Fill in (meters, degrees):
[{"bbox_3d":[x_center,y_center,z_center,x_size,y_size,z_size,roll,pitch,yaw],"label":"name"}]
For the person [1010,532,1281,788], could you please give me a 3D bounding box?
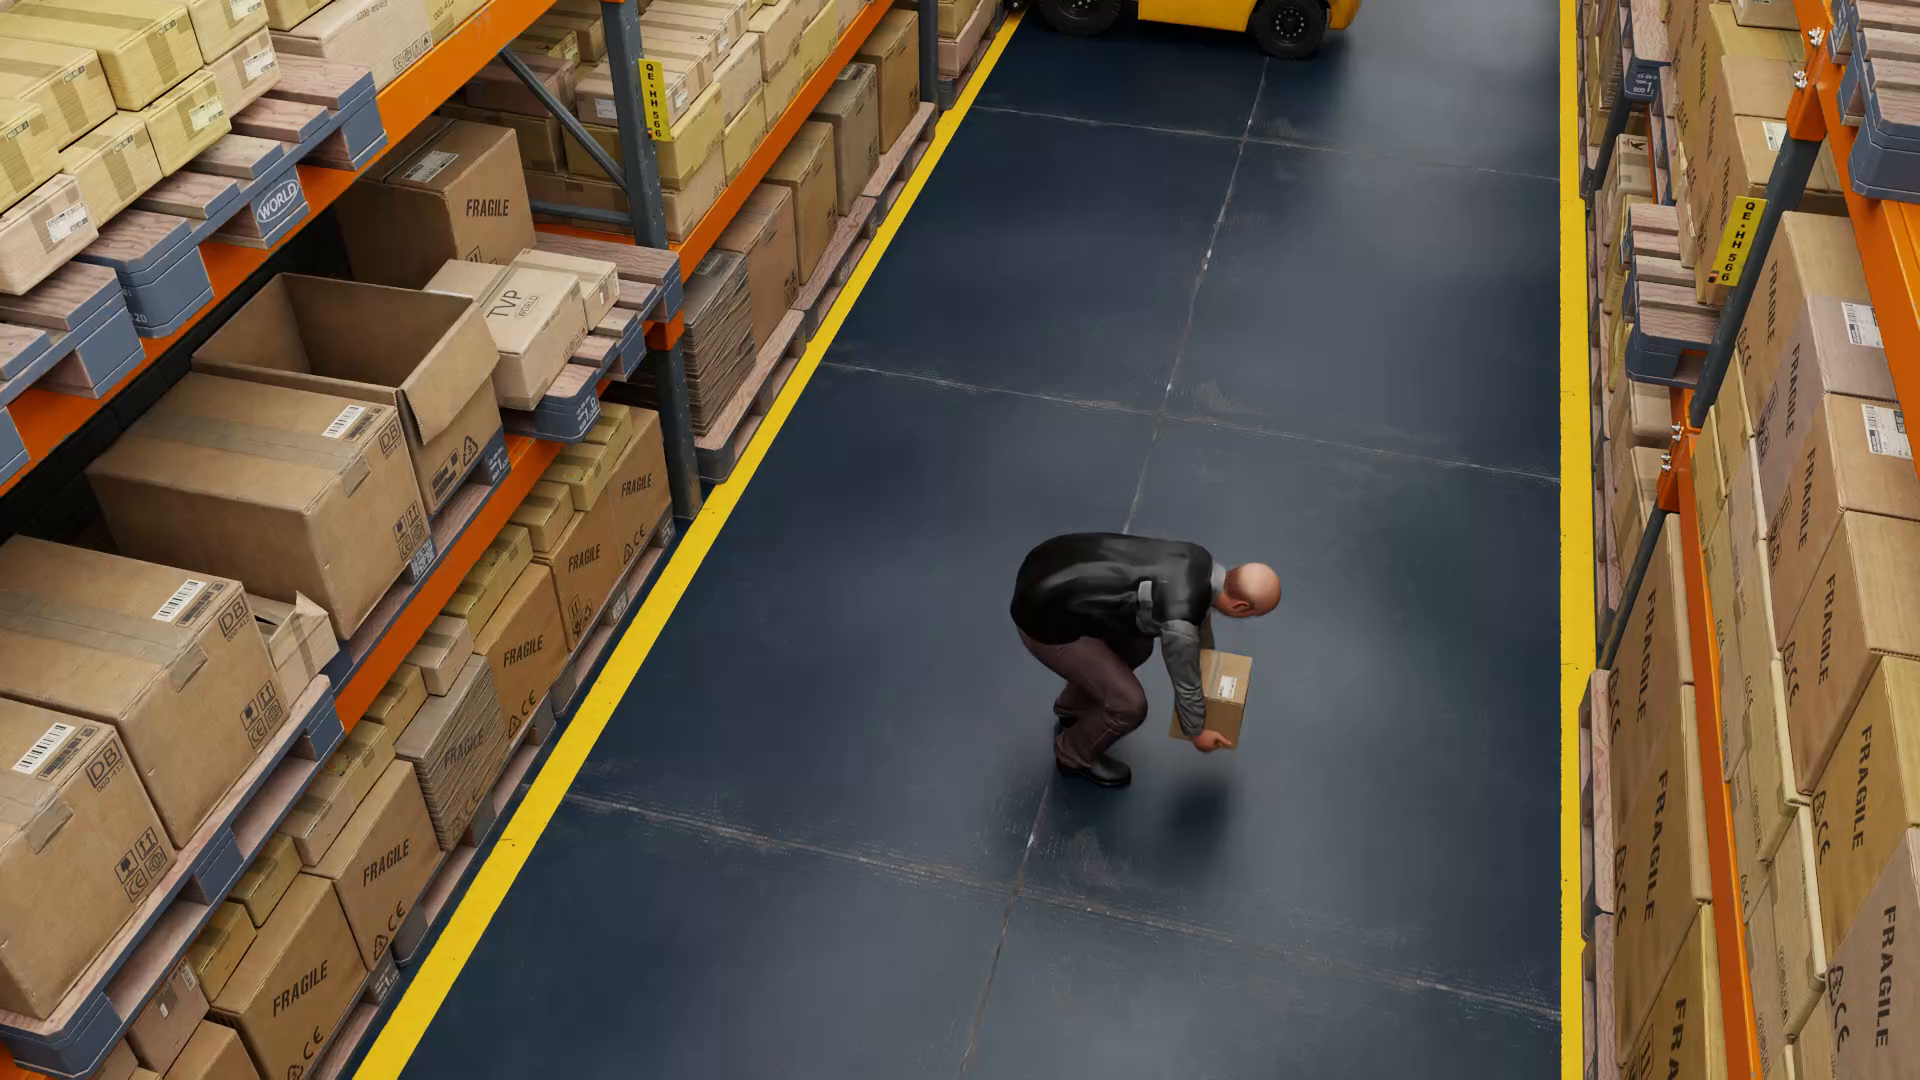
[{"bbox_3d":[0.664,0.435,6.176,0.950,1.063,0.498,8,41,9],"label":"person"}]
